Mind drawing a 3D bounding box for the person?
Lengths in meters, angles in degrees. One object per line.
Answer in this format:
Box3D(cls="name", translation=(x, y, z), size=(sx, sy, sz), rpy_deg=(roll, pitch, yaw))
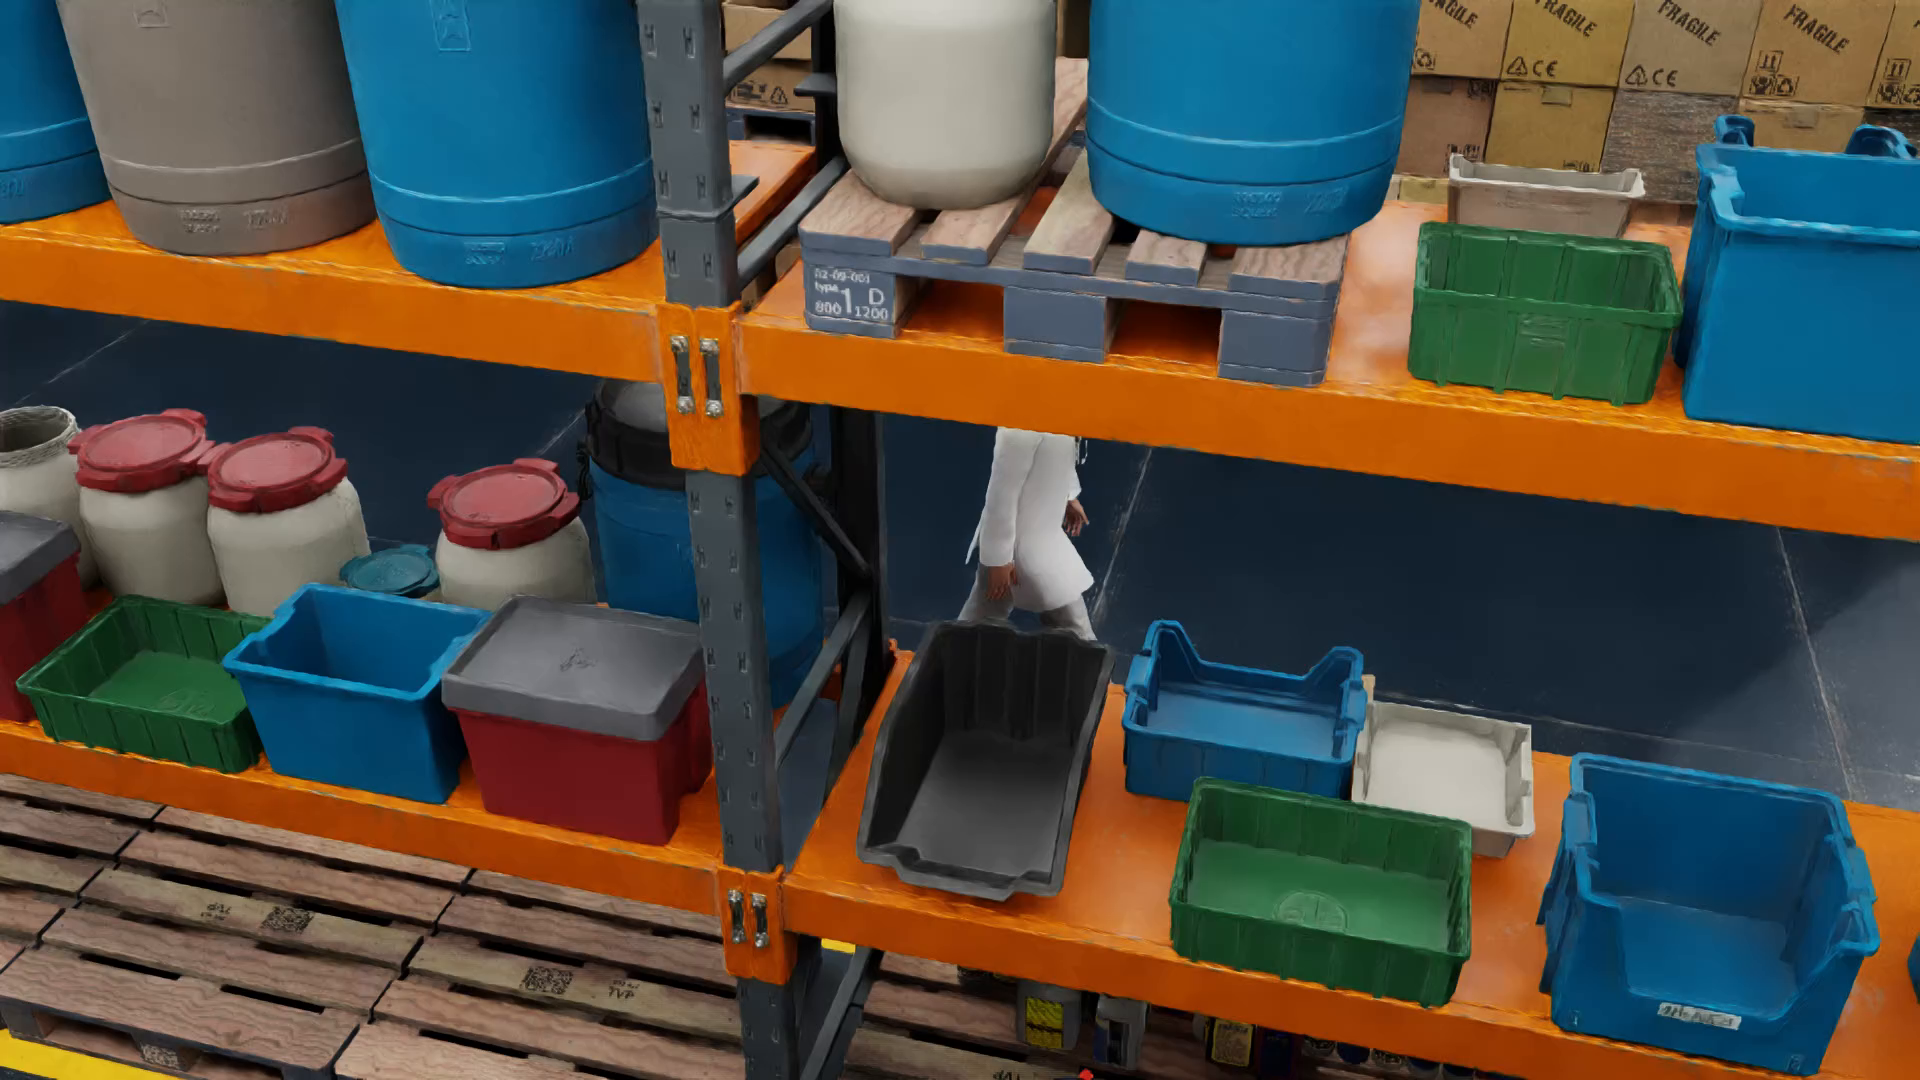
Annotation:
Box3D(cls="person", translation=(0.358, -0.049, 6.212), size=(0.948, 1.737, 0.610), rpy_deg=(3, 33, 4))
